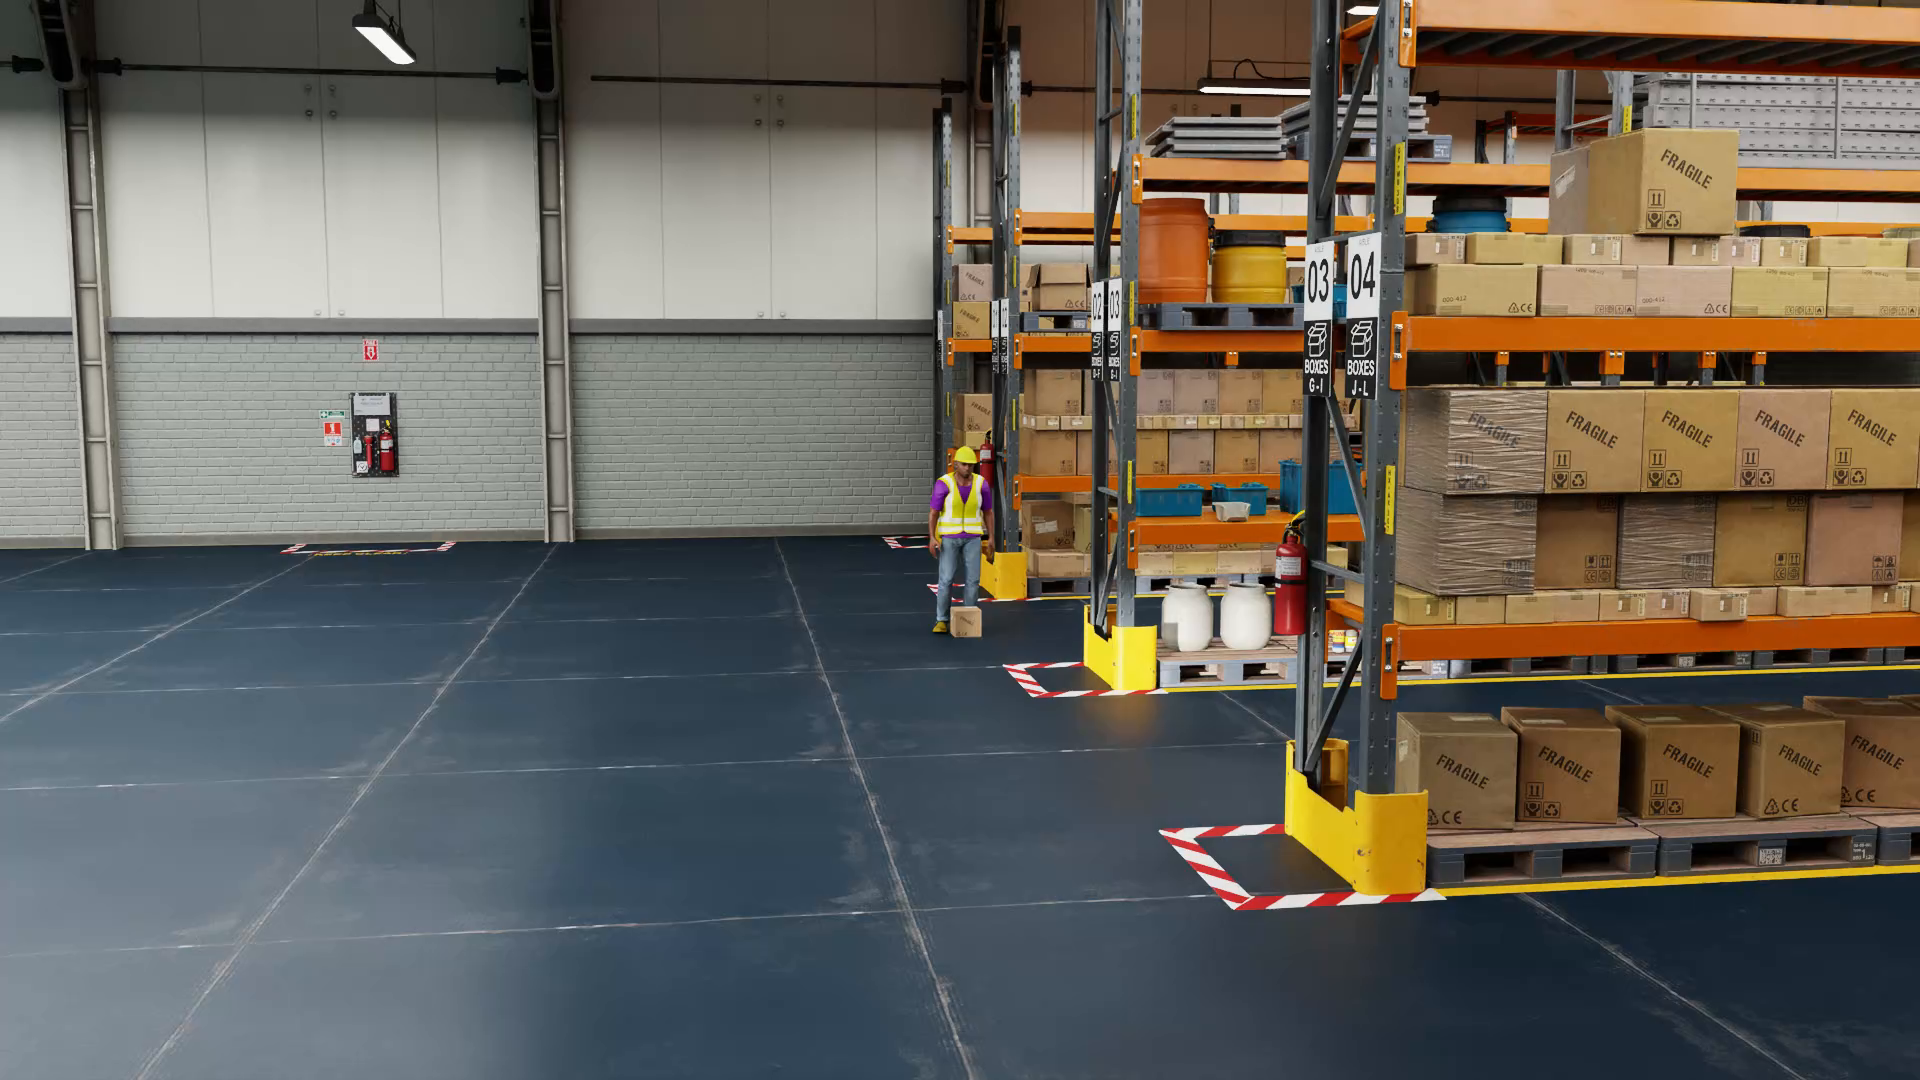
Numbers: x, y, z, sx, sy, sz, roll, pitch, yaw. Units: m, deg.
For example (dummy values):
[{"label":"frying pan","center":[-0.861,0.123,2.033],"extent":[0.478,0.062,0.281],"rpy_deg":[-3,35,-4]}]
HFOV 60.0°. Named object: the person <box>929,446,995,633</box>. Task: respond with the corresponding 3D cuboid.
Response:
[{"label":"person","center":[0.017,-0.007,15.711],"extent":[0.638,1.757,0.457],"rpy_deg":[-1,7,-11]}]
